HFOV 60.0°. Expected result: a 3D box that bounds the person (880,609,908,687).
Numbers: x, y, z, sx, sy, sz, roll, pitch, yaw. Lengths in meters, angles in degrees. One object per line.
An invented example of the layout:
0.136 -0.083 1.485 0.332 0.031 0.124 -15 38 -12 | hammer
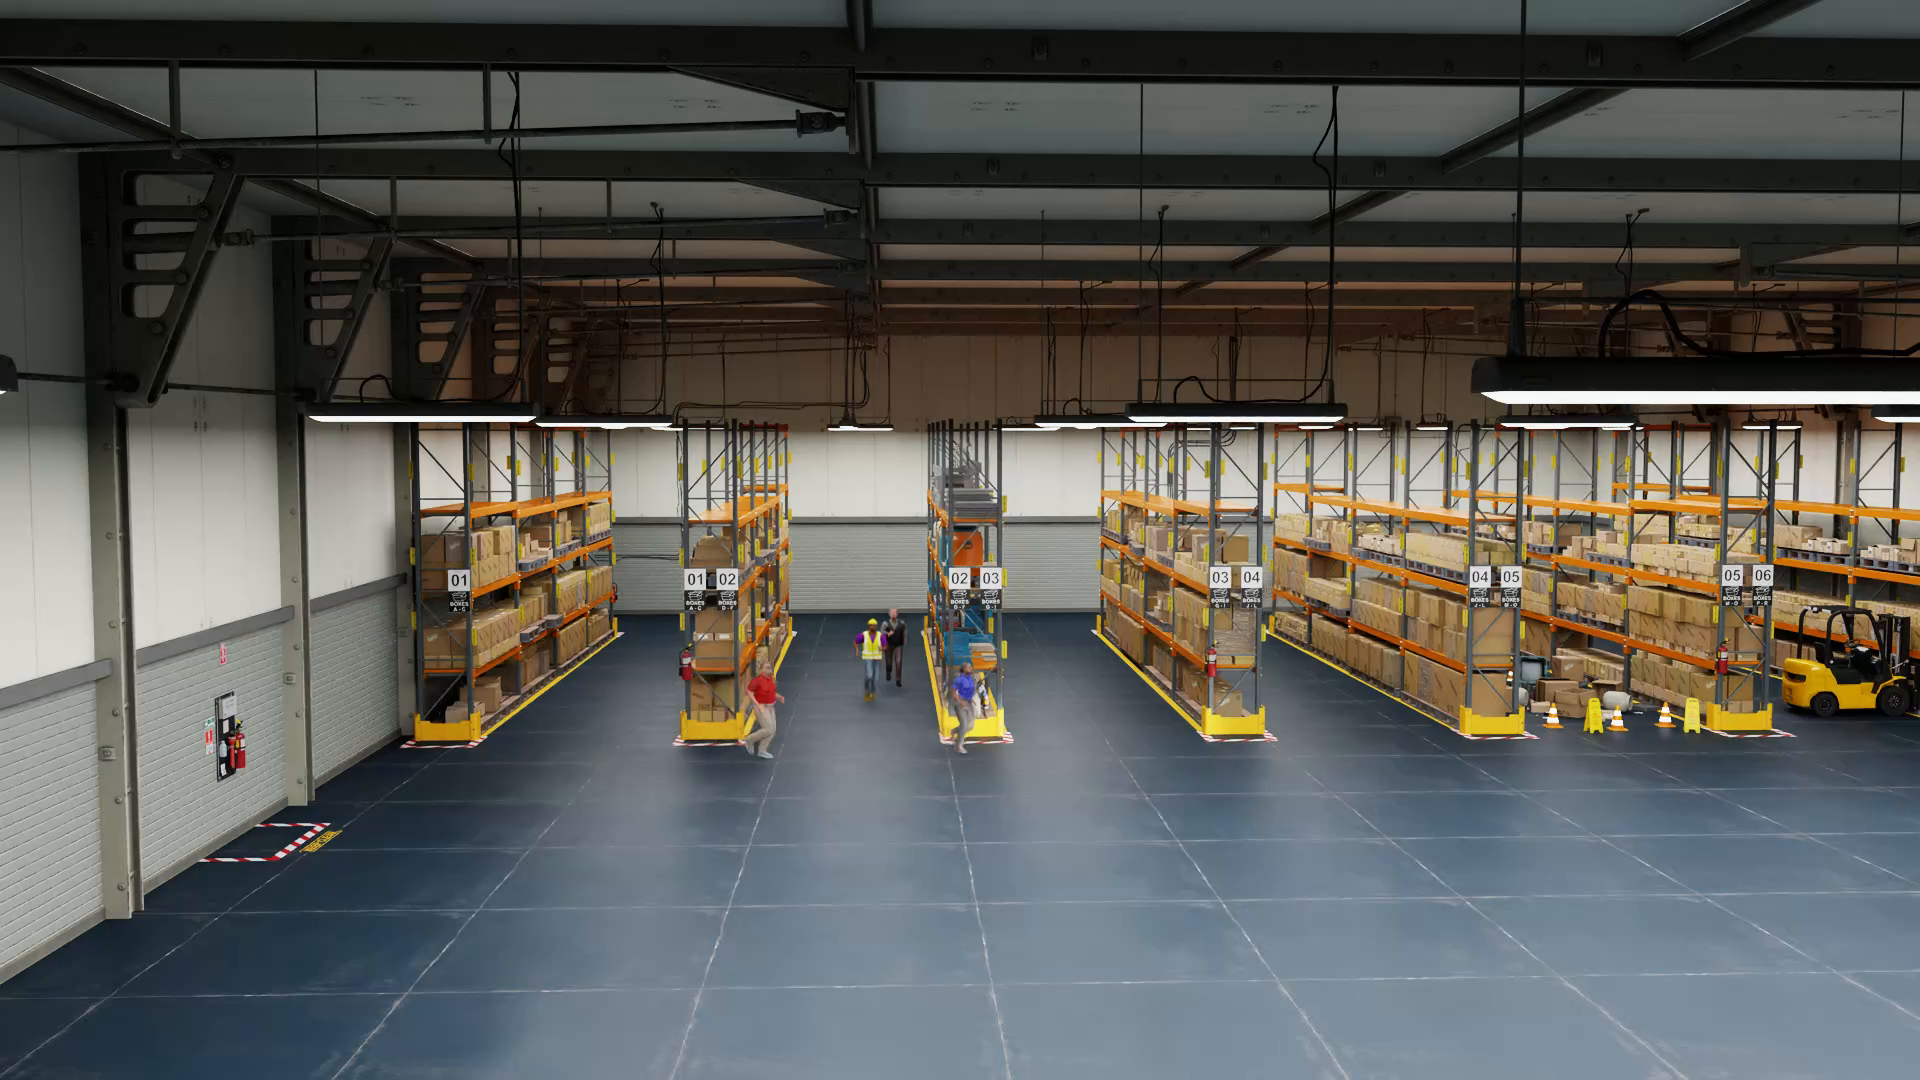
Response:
-1.497 2.424 37.812 0.650 1.713 0.954 0 4 -6 | person

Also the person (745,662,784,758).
-3.437 3.002 29.401 0.636 1.698 0.650 2 4 28 | person

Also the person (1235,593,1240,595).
7.901 1.810 48.394 0.858 1.622 0.795 -2 4 -28 | person

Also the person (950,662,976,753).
0.054 3.012 30.113 0.549 1.621 0.625 3 5 41 | person

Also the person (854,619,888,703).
-1.871 2.575 35.449 0.677 1.786 0.720 -1 4 -16 | person
